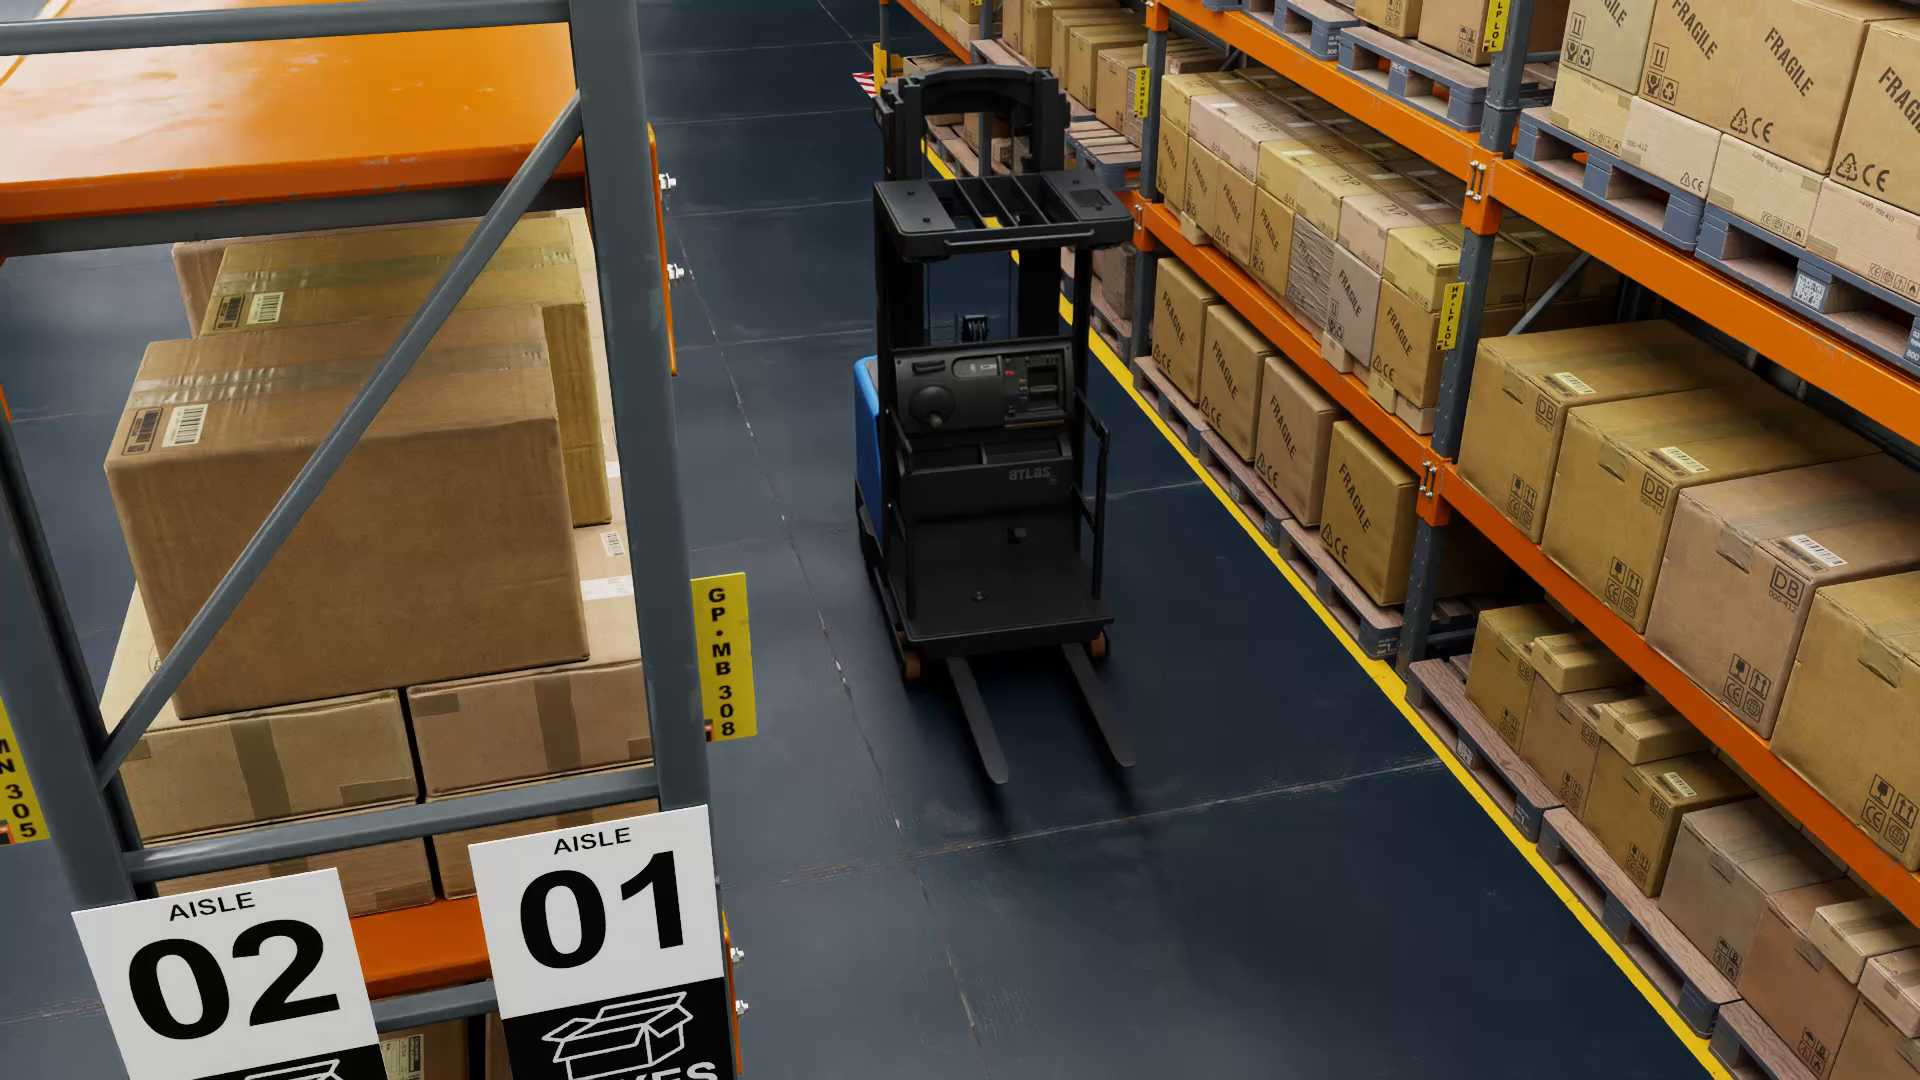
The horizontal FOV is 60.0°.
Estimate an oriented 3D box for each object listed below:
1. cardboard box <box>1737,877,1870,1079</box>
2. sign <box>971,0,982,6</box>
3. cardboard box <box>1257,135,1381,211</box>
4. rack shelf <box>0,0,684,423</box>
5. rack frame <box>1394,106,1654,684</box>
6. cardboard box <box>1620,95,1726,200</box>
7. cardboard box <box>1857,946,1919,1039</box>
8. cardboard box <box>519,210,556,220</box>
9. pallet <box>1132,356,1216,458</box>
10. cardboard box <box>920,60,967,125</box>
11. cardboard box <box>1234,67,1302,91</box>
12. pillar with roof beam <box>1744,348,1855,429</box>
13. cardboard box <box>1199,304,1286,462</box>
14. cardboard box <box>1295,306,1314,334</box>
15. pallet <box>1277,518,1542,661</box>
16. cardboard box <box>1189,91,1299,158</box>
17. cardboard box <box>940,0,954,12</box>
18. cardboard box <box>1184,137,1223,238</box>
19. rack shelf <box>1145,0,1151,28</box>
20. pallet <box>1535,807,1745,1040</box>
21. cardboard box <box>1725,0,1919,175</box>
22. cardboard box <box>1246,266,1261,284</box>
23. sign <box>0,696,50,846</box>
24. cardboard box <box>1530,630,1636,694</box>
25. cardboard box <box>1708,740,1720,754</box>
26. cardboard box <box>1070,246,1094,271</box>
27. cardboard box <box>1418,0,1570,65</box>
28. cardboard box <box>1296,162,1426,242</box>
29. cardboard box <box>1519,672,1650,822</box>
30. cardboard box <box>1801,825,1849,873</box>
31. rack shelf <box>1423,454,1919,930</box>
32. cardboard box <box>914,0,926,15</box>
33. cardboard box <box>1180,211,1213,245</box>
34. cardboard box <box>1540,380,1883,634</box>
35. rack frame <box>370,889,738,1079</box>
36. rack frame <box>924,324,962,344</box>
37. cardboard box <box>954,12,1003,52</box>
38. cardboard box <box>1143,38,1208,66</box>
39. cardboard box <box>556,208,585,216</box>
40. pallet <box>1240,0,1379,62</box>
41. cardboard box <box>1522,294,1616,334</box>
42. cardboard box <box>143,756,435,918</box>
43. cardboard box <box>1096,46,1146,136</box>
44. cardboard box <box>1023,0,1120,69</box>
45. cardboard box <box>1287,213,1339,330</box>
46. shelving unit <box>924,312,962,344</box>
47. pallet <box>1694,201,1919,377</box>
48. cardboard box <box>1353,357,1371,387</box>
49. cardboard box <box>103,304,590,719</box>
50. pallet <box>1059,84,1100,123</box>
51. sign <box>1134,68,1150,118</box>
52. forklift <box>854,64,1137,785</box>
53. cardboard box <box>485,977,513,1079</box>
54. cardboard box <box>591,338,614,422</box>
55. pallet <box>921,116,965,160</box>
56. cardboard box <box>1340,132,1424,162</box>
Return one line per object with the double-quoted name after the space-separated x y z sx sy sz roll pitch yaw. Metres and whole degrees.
3.439 1.622 6.260 0.700 0.500 0.500 -8 31 -13 "cardboard box"
0.148 -4.806 14.425 0.100 0.325 0.005 -8 31 -13 "sign"
2.024 -2.081 9.416 0.500 0.250 0.500 -8 31 -14 "cardboard box"
-1.452 -1.300 3.966 1.077 0.370 4.000 -8 31 -13 "rack shelf"
2.793 -0.643 8.098 1.000 3.000 0.127 -8 31 -13 "rack frame"
2.843 -1.485 6.188 0.500 0.250 0.500 -9 31 -14 "cardboard box"
3.362 1.546 5.745 0.380 0.149 0.250 -8 31 -14 "cardboard box"
-1.403 -0.805 4.285 0.700 0.500 0.500 -8 31 -13 "cardboard box"
1.867 -0.977 11.459 1.003 0.211 1.213 -8 31 -13 "pallet"
0.002 -4.565 16.930 0.700 0.500 0.500 -10 31 -16 "cardboard box"
2.101 -2.896 10.824 0.500 0.250 0.500 -7 31 -12 "cardboard box"
-0.338 -2.444 5.221 9.100 9.000 0.400 -8 31 -13 "pillar with roof beam"
2.026 -1.030 10.493 0.750 0.750 0.750 -8 31 -14 "cardboard box"
2.135 -1.288 9.443 0.380 0.149 0.250 -9 31 -15 "cardboard box"
2.515 0.201 9.423 1.003 0.211 1.213 -8 31 -13 "pallet"
1.746 -2.567 10.257 0.500 0.250 0.500 -8 31 -14 "cardboard box"
0.108 -5.203 15.357 0.500 0.500 0.500 -8 31 -14 "cardboard box"
1.743 -2.233 10.428 0.500 0.500 0.500 -7 31 -12 "cardboard box"
1.200 -4.528 12.533 1.077 0.370 4.000 -8 31 -13 "rack shelf"
3.246 1.532 7.124 1.003 0.211 1.213 -8 31 -13 "pallet"
2.990 -1.559 5.568 0.500 0.500 0.500 -8 31 -13 "cardboard box"
1.963 -1.667 10.098 0.380 0.149 0.250 -7 31 -13 "cardboard box"
-1.461 0.332 2.535 0.100 0.325 0.005 -8 31 -13 "sign"
2.807 0.541 7.481 0.380 0.149 0.250 -7 31 -12 "cardboard box"
3.324 0.758 7.105 0.380 0.149 0.250 -8 31 -13 "cardboard box"
1.306 -2.525 13.405 0.700 0.500 0.500 -8 31 -14 "cardboard box"
2.665 -2.615 7.971 0.700 0.500 0.500 -10 31 -16 "cardboard box"
2.160 -1.835 8.991 0.500 0.250 0.500 -7 31 -12 "cardboard box"
3.022 0.875 7.551 0.700 0.500 0.500 -8 31 -14 "cardboard box"
3.529 1.129 6.465 0.380 0.149 0.250 -7 31 -13 "cardboard box"
3.323 0.634 6.609 1.077 0.370 4.000 -8 31 -13 "rack shelf"
-0.156 -5.365 16.385 0.500 0.250 0.500 -8 31 -13 "cardboard box"
1.642 -2.023 10.712 0.380 0.149 0.250 -7 31 -12 "cardboard box"
3.109 -0.156 6.956 0.980 0.700 0.700 -9 31 -15 "cardboard box"
-0.921 1.949 3.619 1.000 3.000 0.127 -8 31 -13 "rack frame"
-0.093 -0.738 10.058 0.240 1.200 0.006 -6 31 -10 "rack frame"
0.251 -4.639 15.132 0.500 0.250 0.500 -8 31 -13 "cardboard box"
1.511 -3.406 11.684 0.380 0.149 0.250 -13 33 -22 "cardboard box"
-1.462 -0.992 5.356 0.500 0.250 0.500 -8 31 -13 "cardboard box"
2.253 -2.948 9.274 1.003 0.211 1.213 -6 31 -11 "pallet"
2.913 -1.079 8.435 0.500 0.500 0.500 -9 31 -15 "cardboard box"
-1.311 0.503 3.273 0.500 0.250 0.500 -8 31 -13 "cardboard box"
1.422 -3.301 12.150 0.700 0.500 0.500 -11 32 -18 "cardboard box"
0.913 -4.219 13.738 0.700 0.500 0.500 -5 30 -8 "cardboard box"
2.157 -1.502 9.165 0.500 0.500 0.500 -8 31 -13 "cardboard box"
-0.112 -0.783 10.136 0.258 1.200 0.189 -6 31 -10 "shelving unit"
3.320 -0.918 5.667 1.003 0.211 1.213 -8 31 -13 "pallet"
2.315 -0.918 8.804 0.380 0.149 0.250 -7 31 -12 "cardboard box"
-1.073 -0.071 3.017 0.700 0.500 0.500 -8 31 -13 "cardboard box"
1.166 -3.443 13.126 1.003 0.211 1.213 -8 31 -13 "pallet"
1.210 -2.965 11.033 0.100 0.325 0.005 -8 31 -13 "sign"
0.175 -0.735 8.326 1.130 2.935 3.031 -6 31 -10 "forklift"
-0.784 1.224 3.774 0.500 0.500 0.500 -7 31 -12 "cardboard box"
-1.071 -0.266 4.103 0.500 0.250 0.500 -8 31 -13 "cardboard box"
0.129 -4.210 17.044 1.003 0.211 1.213 -8 31 -13 "pallet"
2.504 -2.151 9.538 0.500 0.250 0.500 -9 31 -14 "cardboard box"
